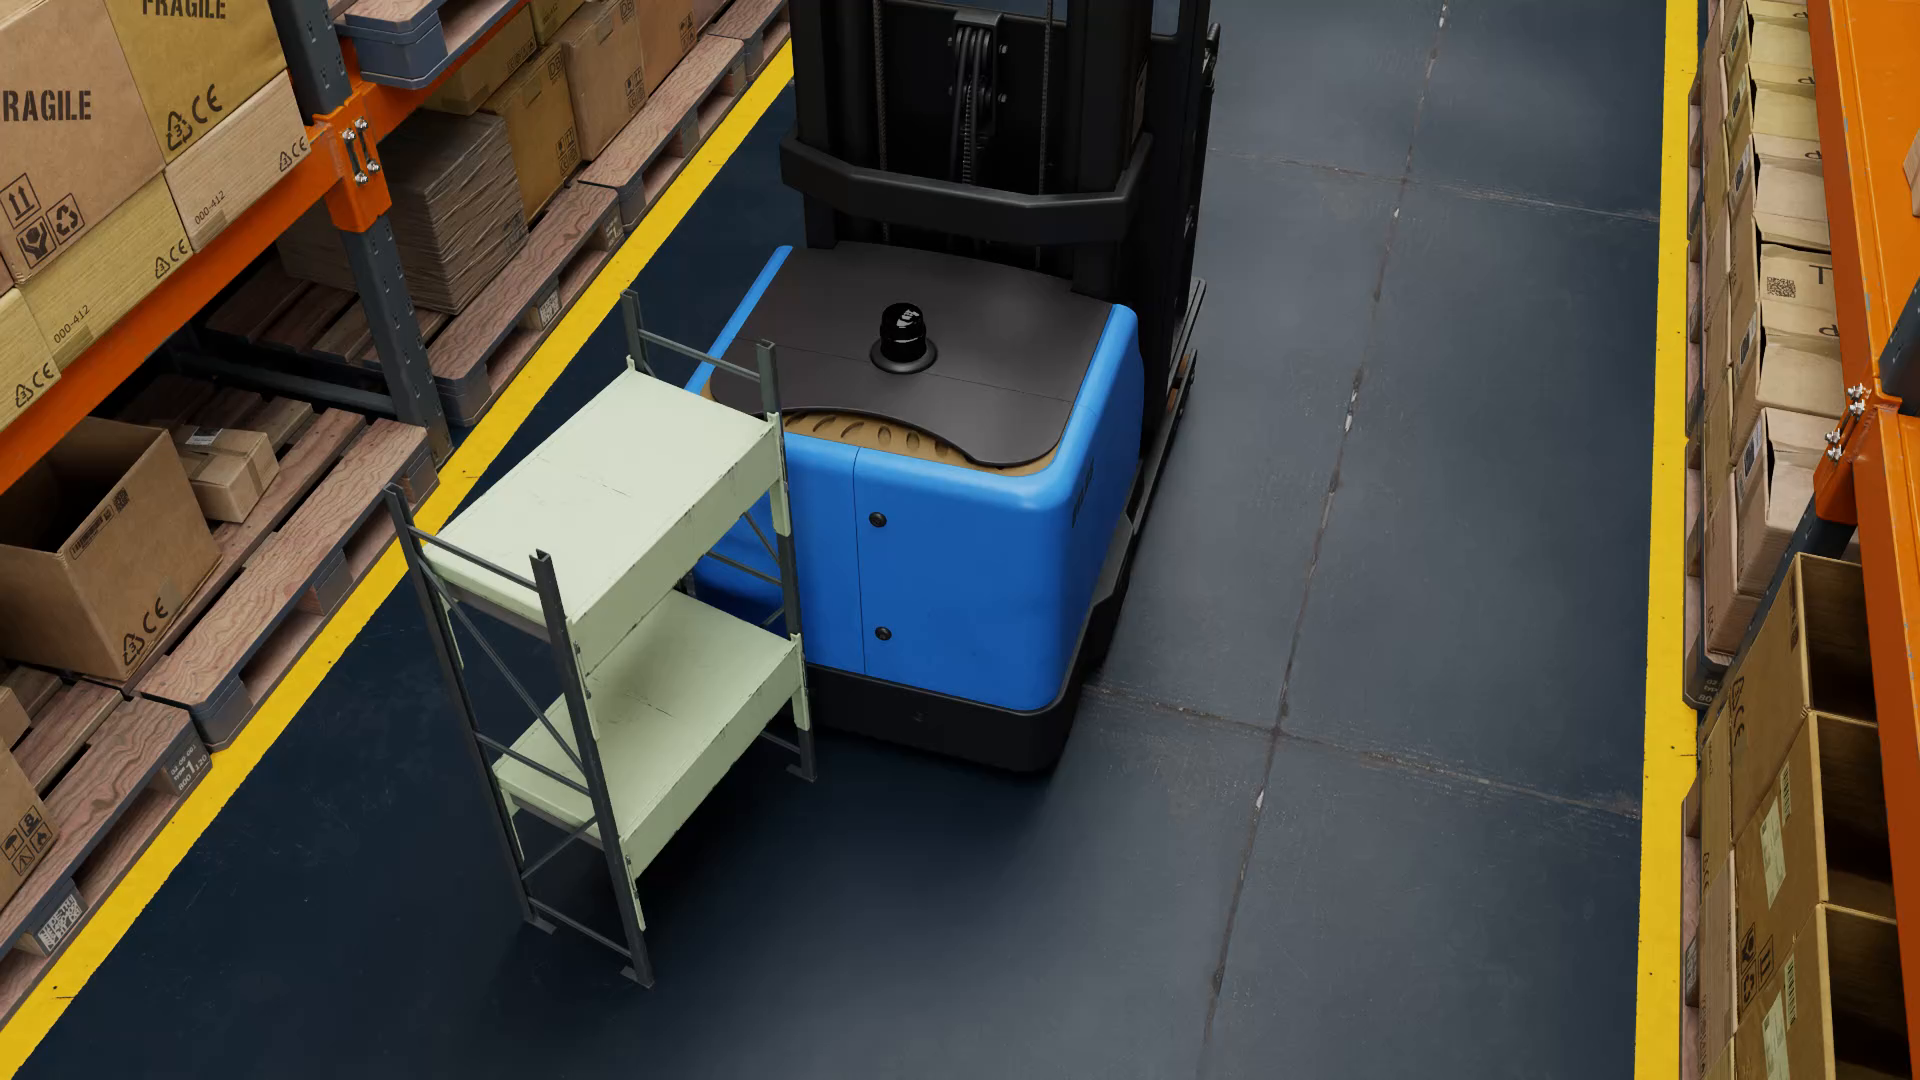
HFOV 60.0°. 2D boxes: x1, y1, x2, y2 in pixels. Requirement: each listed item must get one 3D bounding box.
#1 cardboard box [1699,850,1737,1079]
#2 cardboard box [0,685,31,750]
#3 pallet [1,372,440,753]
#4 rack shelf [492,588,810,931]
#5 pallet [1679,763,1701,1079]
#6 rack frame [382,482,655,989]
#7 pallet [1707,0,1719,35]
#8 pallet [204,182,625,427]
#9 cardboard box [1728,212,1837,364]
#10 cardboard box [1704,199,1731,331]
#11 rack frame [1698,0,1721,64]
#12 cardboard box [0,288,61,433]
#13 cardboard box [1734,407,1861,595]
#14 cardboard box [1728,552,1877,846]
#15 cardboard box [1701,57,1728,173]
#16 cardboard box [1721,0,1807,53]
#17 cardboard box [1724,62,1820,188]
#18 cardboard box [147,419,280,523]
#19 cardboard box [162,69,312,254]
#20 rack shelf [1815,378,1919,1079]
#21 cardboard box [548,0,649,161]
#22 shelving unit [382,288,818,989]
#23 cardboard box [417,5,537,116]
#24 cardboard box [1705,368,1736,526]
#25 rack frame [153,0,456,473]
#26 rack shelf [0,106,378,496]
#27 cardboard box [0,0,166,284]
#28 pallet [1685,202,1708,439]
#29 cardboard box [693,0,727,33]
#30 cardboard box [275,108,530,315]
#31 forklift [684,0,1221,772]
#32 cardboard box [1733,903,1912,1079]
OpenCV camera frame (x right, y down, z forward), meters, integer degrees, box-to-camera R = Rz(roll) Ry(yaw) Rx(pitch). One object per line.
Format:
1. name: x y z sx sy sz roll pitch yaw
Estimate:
1. cardboard box: 1.955 1.022 3.727 0.500 0.250 0.500 13 46 13
2. cardboard box: -2.685 0.489 4.329 0.380 0.149 0.250 9 45 9
3. pallet: -2.351 0.017 5.081 1.003 0.211 1.213 13 46 13
4. rack shelf: -0.754 0.511 4.122 0.431 0.370 0.720 22 48 21
5. pallet: 2.260 1.130 3.944 1.003 0.211 1.213 13 46 13
6. rack frame: -0.936 0.500 3.667 0.400 1.500 0.023 22 48 21
7. pallet: 4.015 -2.547 7.702 1.003 0.211 1.213 13 46 13
8. pallet: -1.947 -0.957 6.077 1.003 0.211 1.213 13 46 13
9. cardboard box: 2.695 -0.766 5.153 0.500 0.311 0.500 12 46 12
10. cardboard box: 2.855 -0.910 5.701 0.500 0.250 0.500 13 46 13
11. rack frame: 3.752 -3.054 6.226 1.000 3.000 0.127 13 46 13
12. cardboard box: -2.332 -0.339 3.545 0.500 0.250 0.500 12 46 12
13. cardboard box: 2.390 -0.086 4.458 0.500 0.311 0.500 13 46 13
14. cardboard box: 2.102 0.420 3.806 0.500 0.500 0.500 13 46 13
15. cardboard box: 3.163 -1.599 6.405 0.500 0.250 0.500 11 46 11
16. cardboard box: 3.314 -2.135 6.552 0.500 0.311 0.500 14 46 14
17. cardboard box: 3.006 -1.443 5.845 0.500 0.311 0.500 11 46 11
18. cardboard box: -2.315 -0.216 5.037 0.380 0.166 0.250 7 45 7
19. cardboard box: -2.036 -1.008 4.228 0.500 0.250 0.500 13 46 13
20. rack shelf: 1.935 1.202 2.391 1.077 0.370 4.000 13 46 13
21. cardboard box: -1.672 -1.879 6.498 0.700 0.500 0.500 13 46 13
22. shelving unit: -0.754 0.278 3.894 0.431 1.500 0.755 22 48 21
23. cardboard box: -1.844 -1.755 5.835 0.500 0.250 0.500 12 46 12
24. cardboard box: 2.545 -0.230 5.006 0.500 0.250 0.500 12 46 12
25. rack frame: -2.181 -1.434 4.571 1.000 3.000 0.127 13 46 13
26. rack shelf: -2.787 0.156 3.461 1.077 0.370 4.000 13 46 13
27. cardboard box: -2.175 -0.942 3.624 0.500 0.500 0.500 12 46 12
28. pallet: 3.095 -0.706 5.821 1.003 0.211 1.213 13 46 13
29. cardboard box: -1.405 -2.555 7.189 0.700 0.500 0.500 12 46 12
30. cardboard box: -1.974 -1.192 5.797 0.700 0.500 0.500 14 46 14
31. forklift: 0.182 -1.469 4.656 1.130 2.935 3.031 12 46 12
32. cardboard box: 1.800 1.086 3.125 0.500 0.500 0.500 13 46 13
